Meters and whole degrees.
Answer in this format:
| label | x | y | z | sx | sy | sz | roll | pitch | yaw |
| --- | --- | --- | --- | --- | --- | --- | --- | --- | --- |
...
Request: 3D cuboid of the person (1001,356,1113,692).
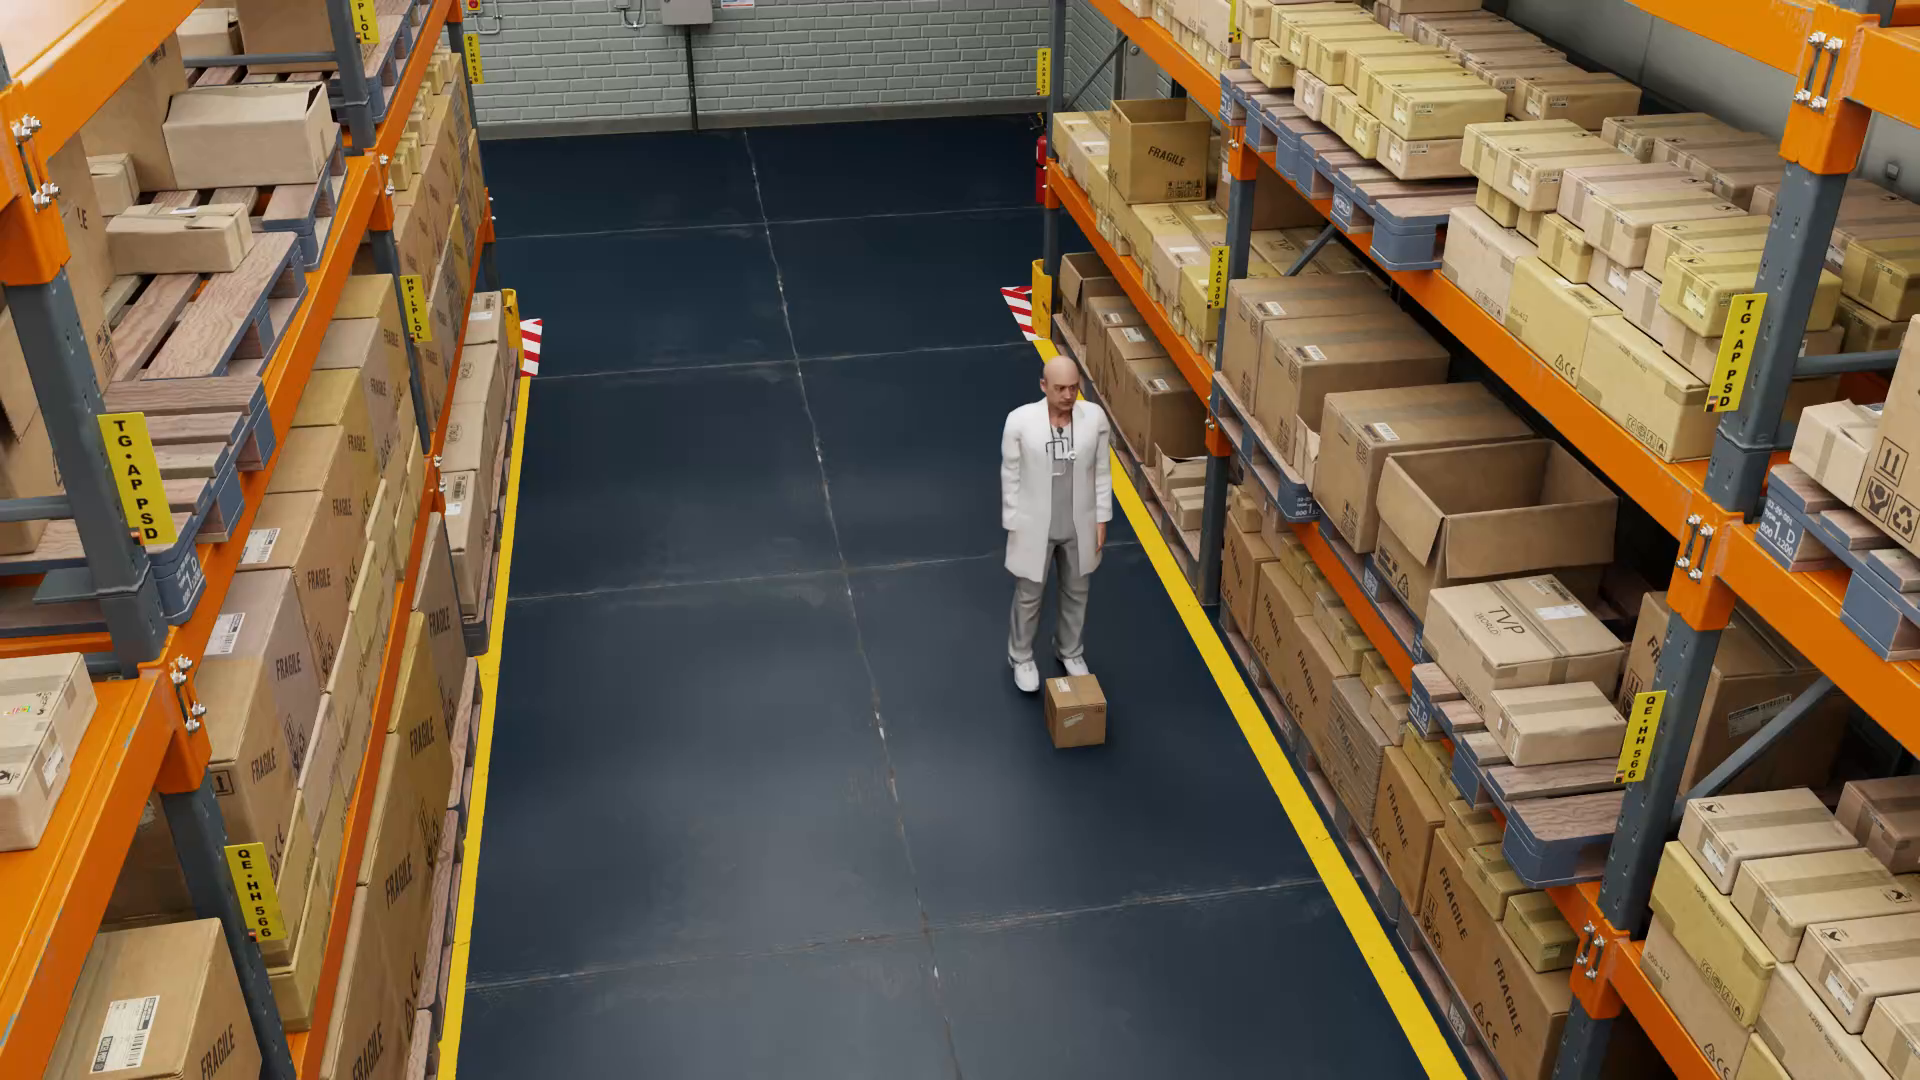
| label | x | y | z | sx | sy | sz | roll | pitch | yaw |
| --- | --- | --- | --- | --- | --- | --- | --- | --- | --- |
| person | 0.486 | -0.074 | 8.283 | 0.558 | 1.779 | 0.390 | -5 | 31 | -9 |
